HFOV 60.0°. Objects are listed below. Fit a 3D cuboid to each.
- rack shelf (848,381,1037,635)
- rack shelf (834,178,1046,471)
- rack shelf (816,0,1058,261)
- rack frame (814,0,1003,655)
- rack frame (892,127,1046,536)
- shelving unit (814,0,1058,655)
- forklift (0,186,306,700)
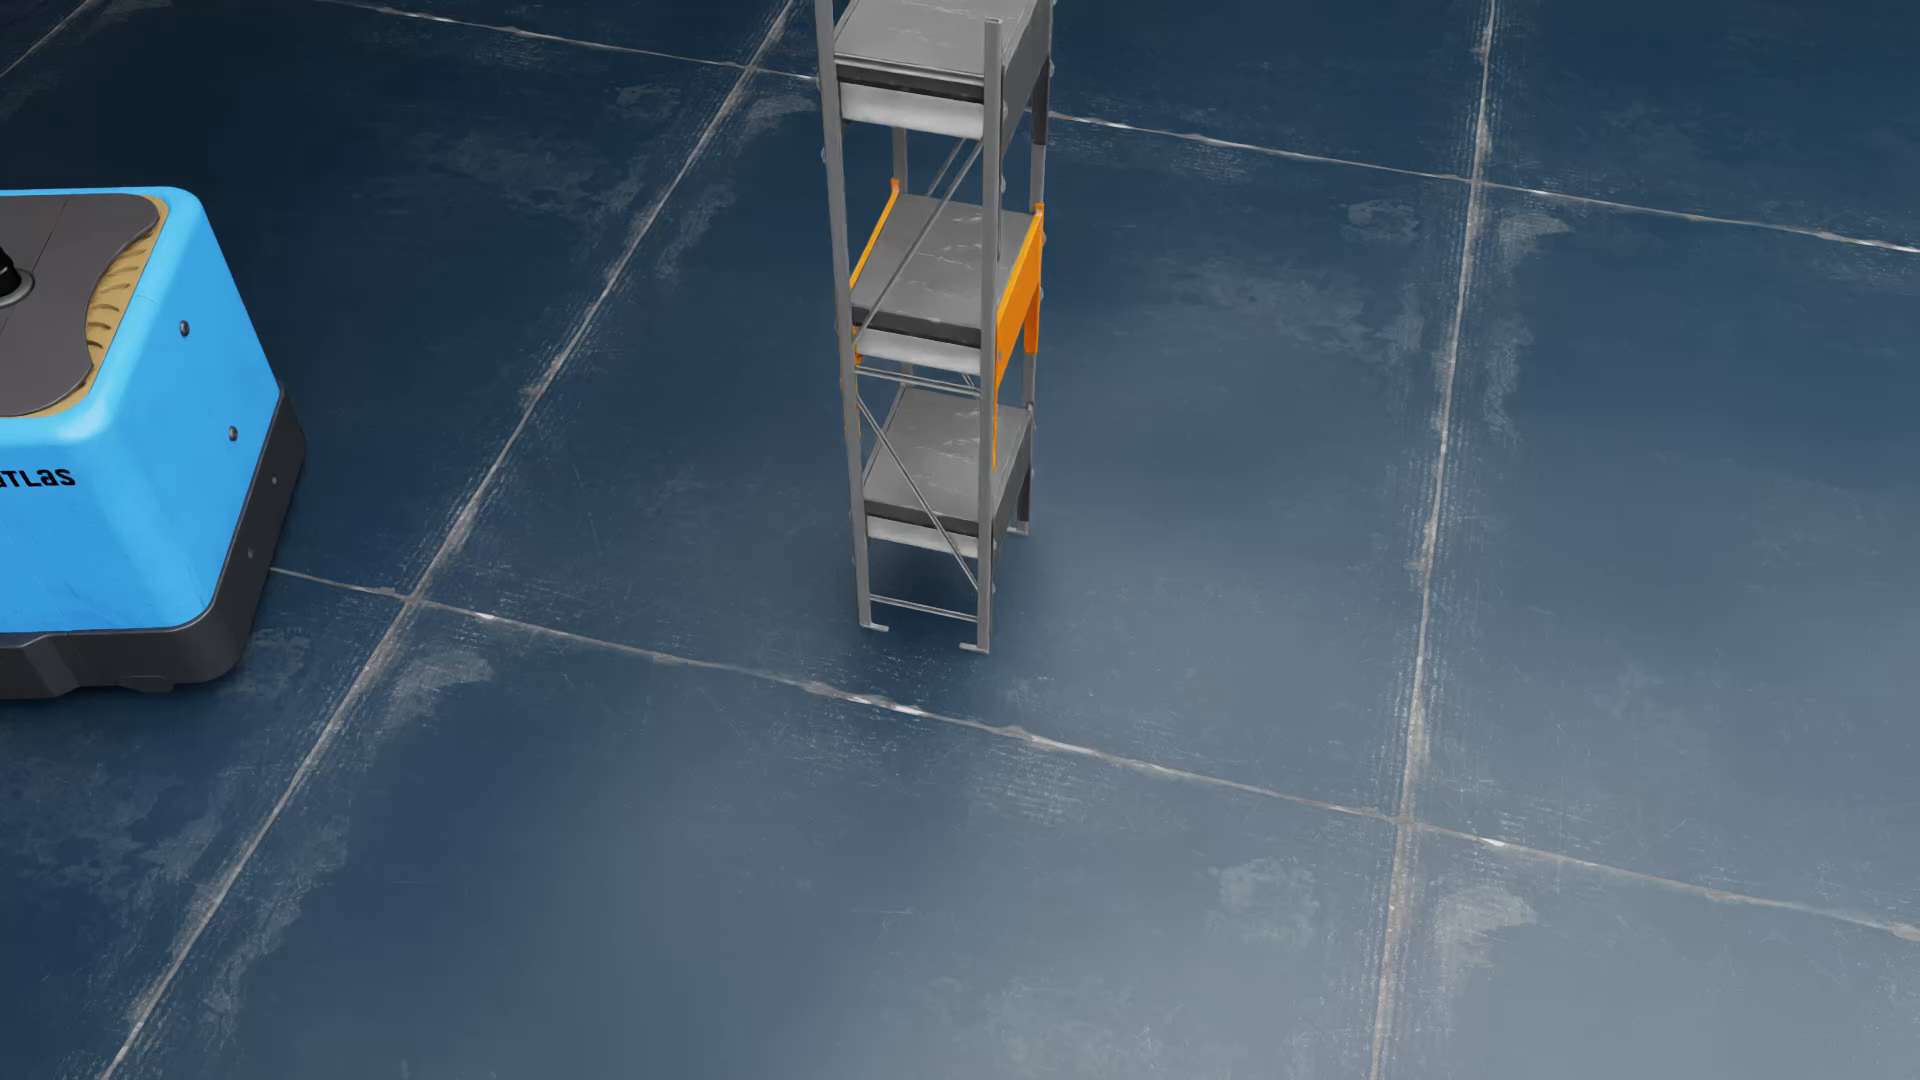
[{"bbox_3d":[-0.044,-0.103,4.892,0.431,0.518,0.480,12,50,10],"label":"rack shelf"},{"bbox_3d":[-0.044,-0.566,4.367,0.431,0.518,0.480,12,50,10],"label":"rack shelf"},{"bbox_3d":[-0.044,-1.029,3.842,0.431,0.518,0.480,12,50,10],"label":"rack shelf"},{"bbox_3d":[-0.108,-0.399,4.201,0.400,2.100,0.015,12,50,10],"label":"rack frame"},{"bbox_3d":[0.021,-0.752,4.513,0.400,2.100,0.015,12,50,10],"label":"rack frame"},{"bbox_3d":[-0.044,-0.575,4.357,0.431,2.100,0.503,12,50,10],"label":"shelving unit"},{"bbox_3d":[-3.628,-0.861,4.055,3.031,2.935,1.130,-2,49,-2],"label":"forklift"}]
